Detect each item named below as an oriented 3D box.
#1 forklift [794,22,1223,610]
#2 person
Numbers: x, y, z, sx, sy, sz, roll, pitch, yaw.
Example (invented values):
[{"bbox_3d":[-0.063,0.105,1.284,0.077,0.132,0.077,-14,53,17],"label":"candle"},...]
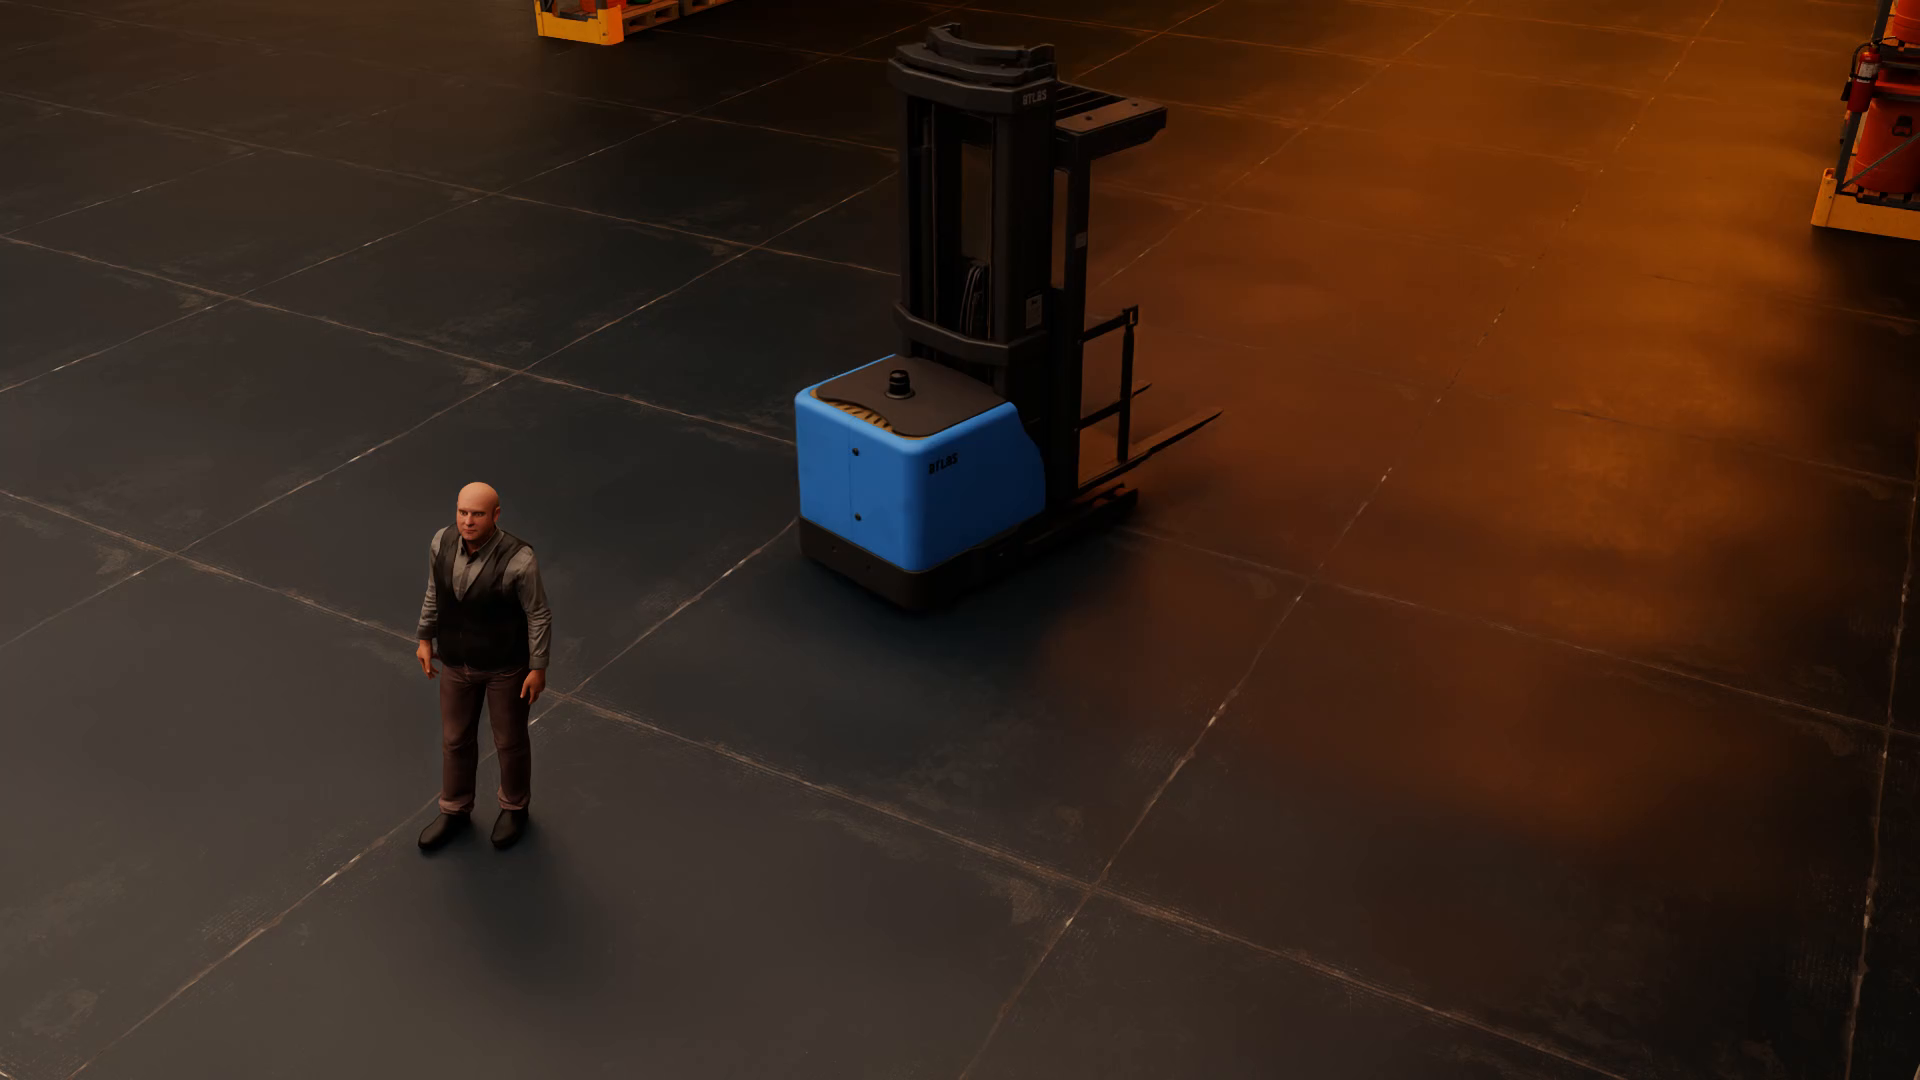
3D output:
[{"bbox_3d":[0.449,-1.520,9.705,1.130,2.935,3.031,26,39,37],"label":"forklift"},{"bbox_3d":[-2.105,0.571,7.276,0.634,1.723,0.566,9,31,15],"label":"person"}]
